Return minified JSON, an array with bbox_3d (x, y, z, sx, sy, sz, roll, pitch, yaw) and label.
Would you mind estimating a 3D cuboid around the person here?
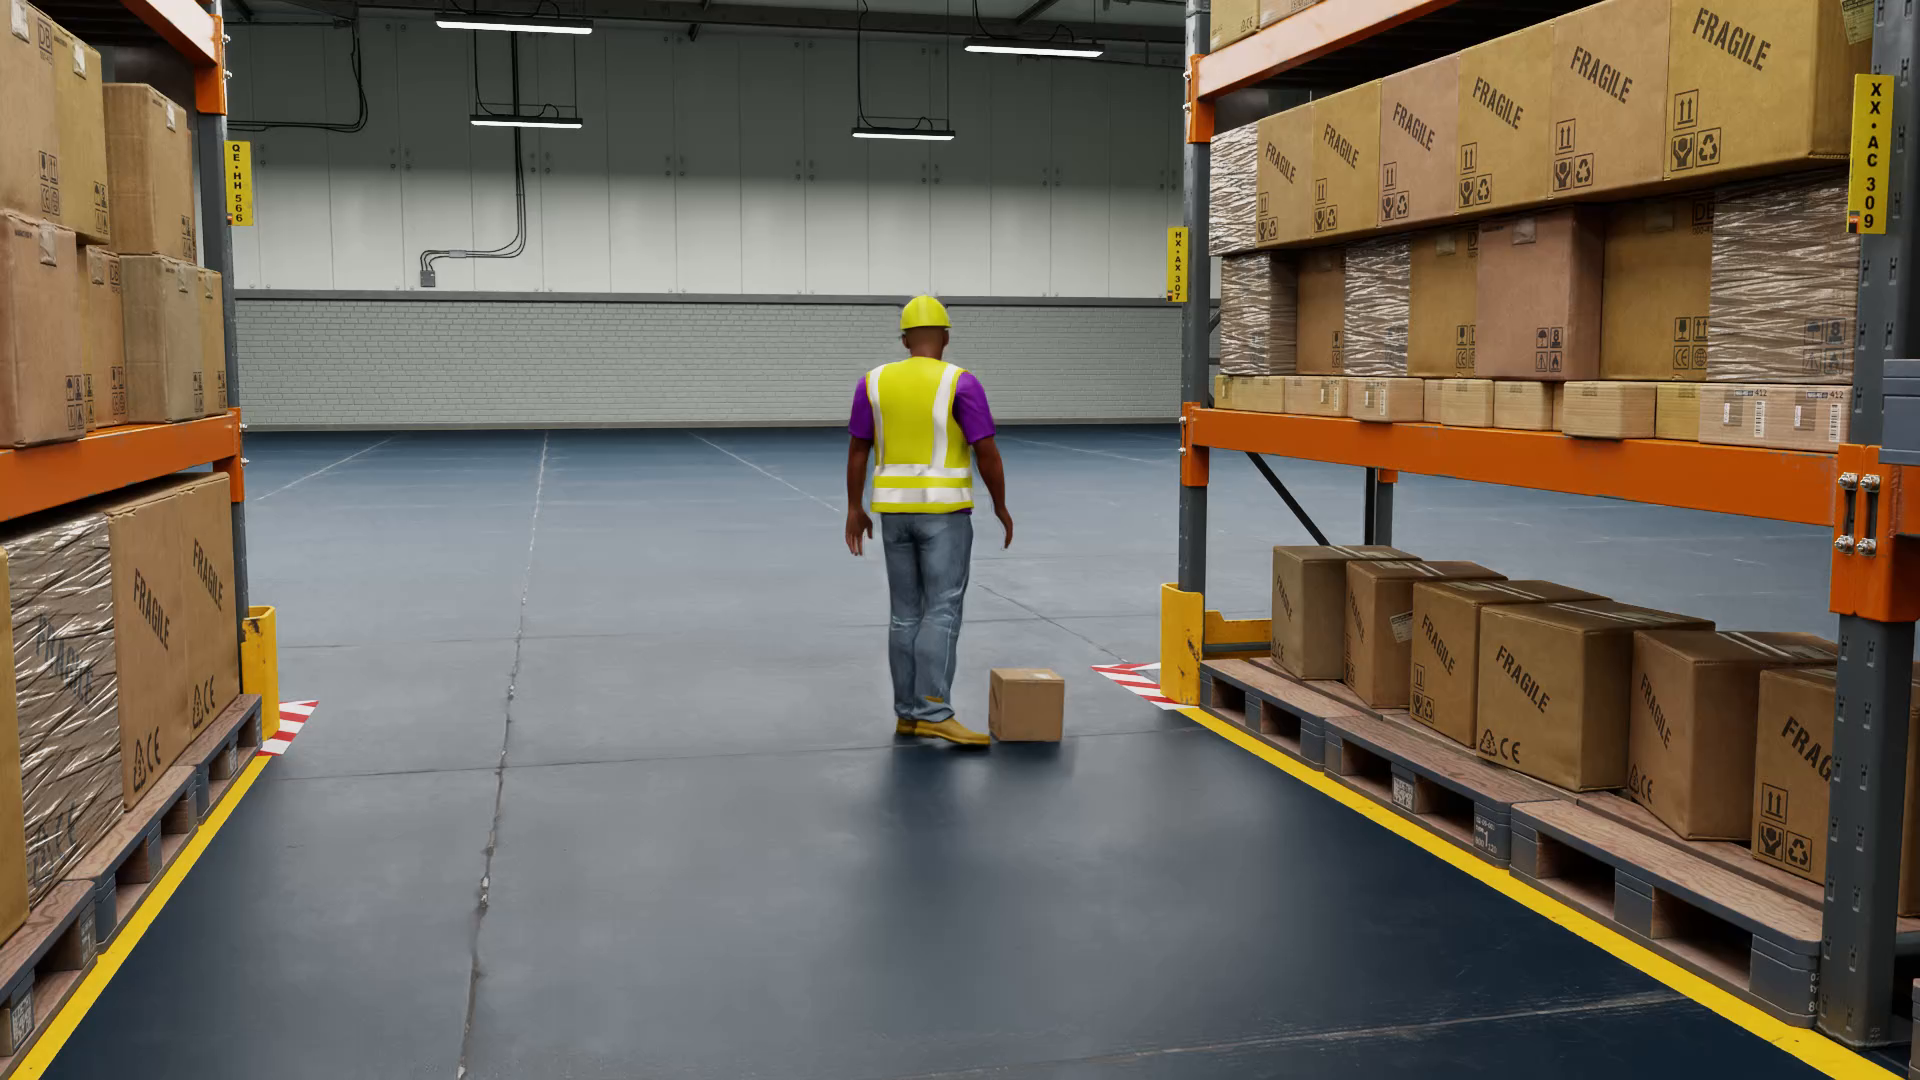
[{"bbox_3d":[-0.126,-0.088,6.691,0.693,1.775,0.501,3,7,29],"label":"person"}]
